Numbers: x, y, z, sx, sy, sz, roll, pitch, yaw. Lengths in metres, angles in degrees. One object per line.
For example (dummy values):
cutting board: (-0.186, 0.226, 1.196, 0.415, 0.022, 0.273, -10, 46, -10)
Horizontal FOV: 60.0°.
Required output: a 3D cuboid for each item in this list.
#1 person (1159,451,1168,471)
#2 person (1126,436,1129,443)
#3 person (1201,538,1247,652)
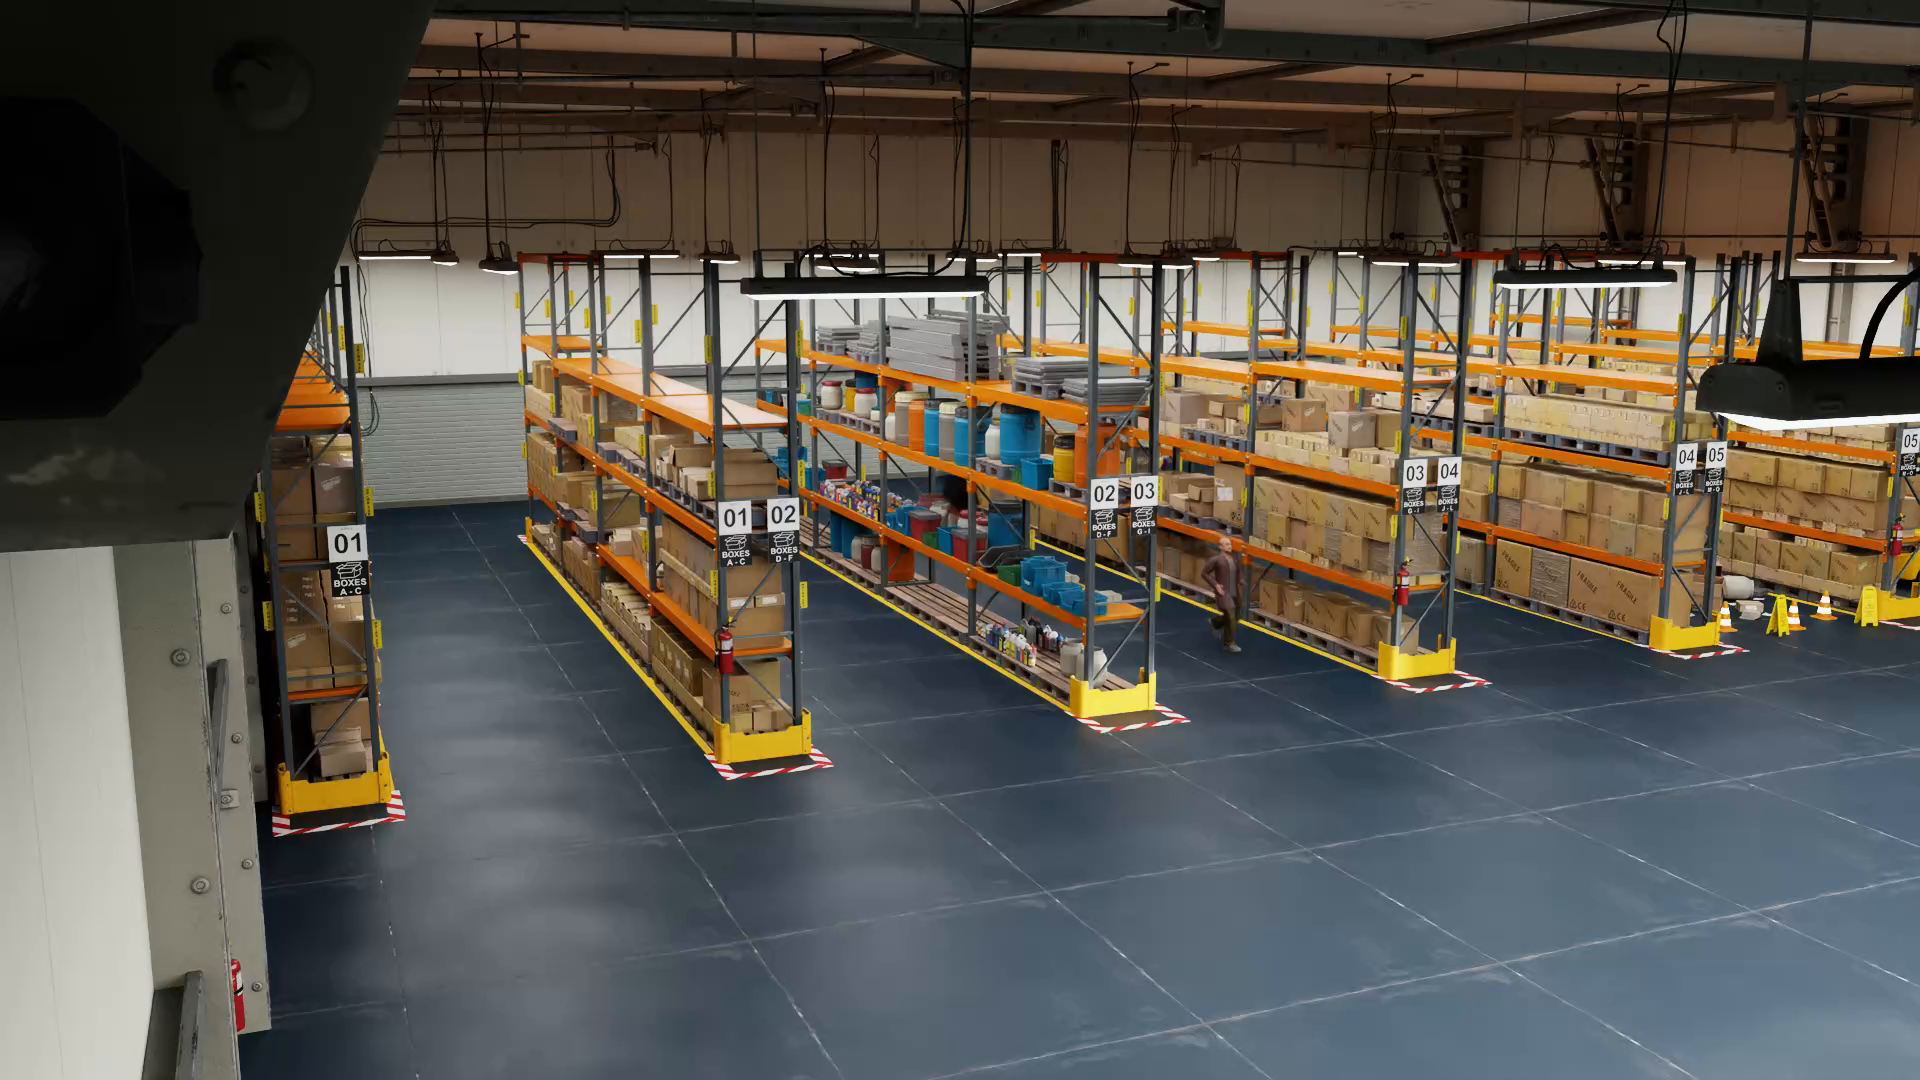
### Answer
person: (4.403, -1.317, 37.880, 0.721, 1.603, 0.869, -3, 11, -14)
person: (3.895, -1.591, 38.974, 0.702, 1.791, 0.675, -2, 11, -11)
person: (4.067, 0.821, 25.594, 0.716, 1.734, 0.833, -7, 12, -32)
